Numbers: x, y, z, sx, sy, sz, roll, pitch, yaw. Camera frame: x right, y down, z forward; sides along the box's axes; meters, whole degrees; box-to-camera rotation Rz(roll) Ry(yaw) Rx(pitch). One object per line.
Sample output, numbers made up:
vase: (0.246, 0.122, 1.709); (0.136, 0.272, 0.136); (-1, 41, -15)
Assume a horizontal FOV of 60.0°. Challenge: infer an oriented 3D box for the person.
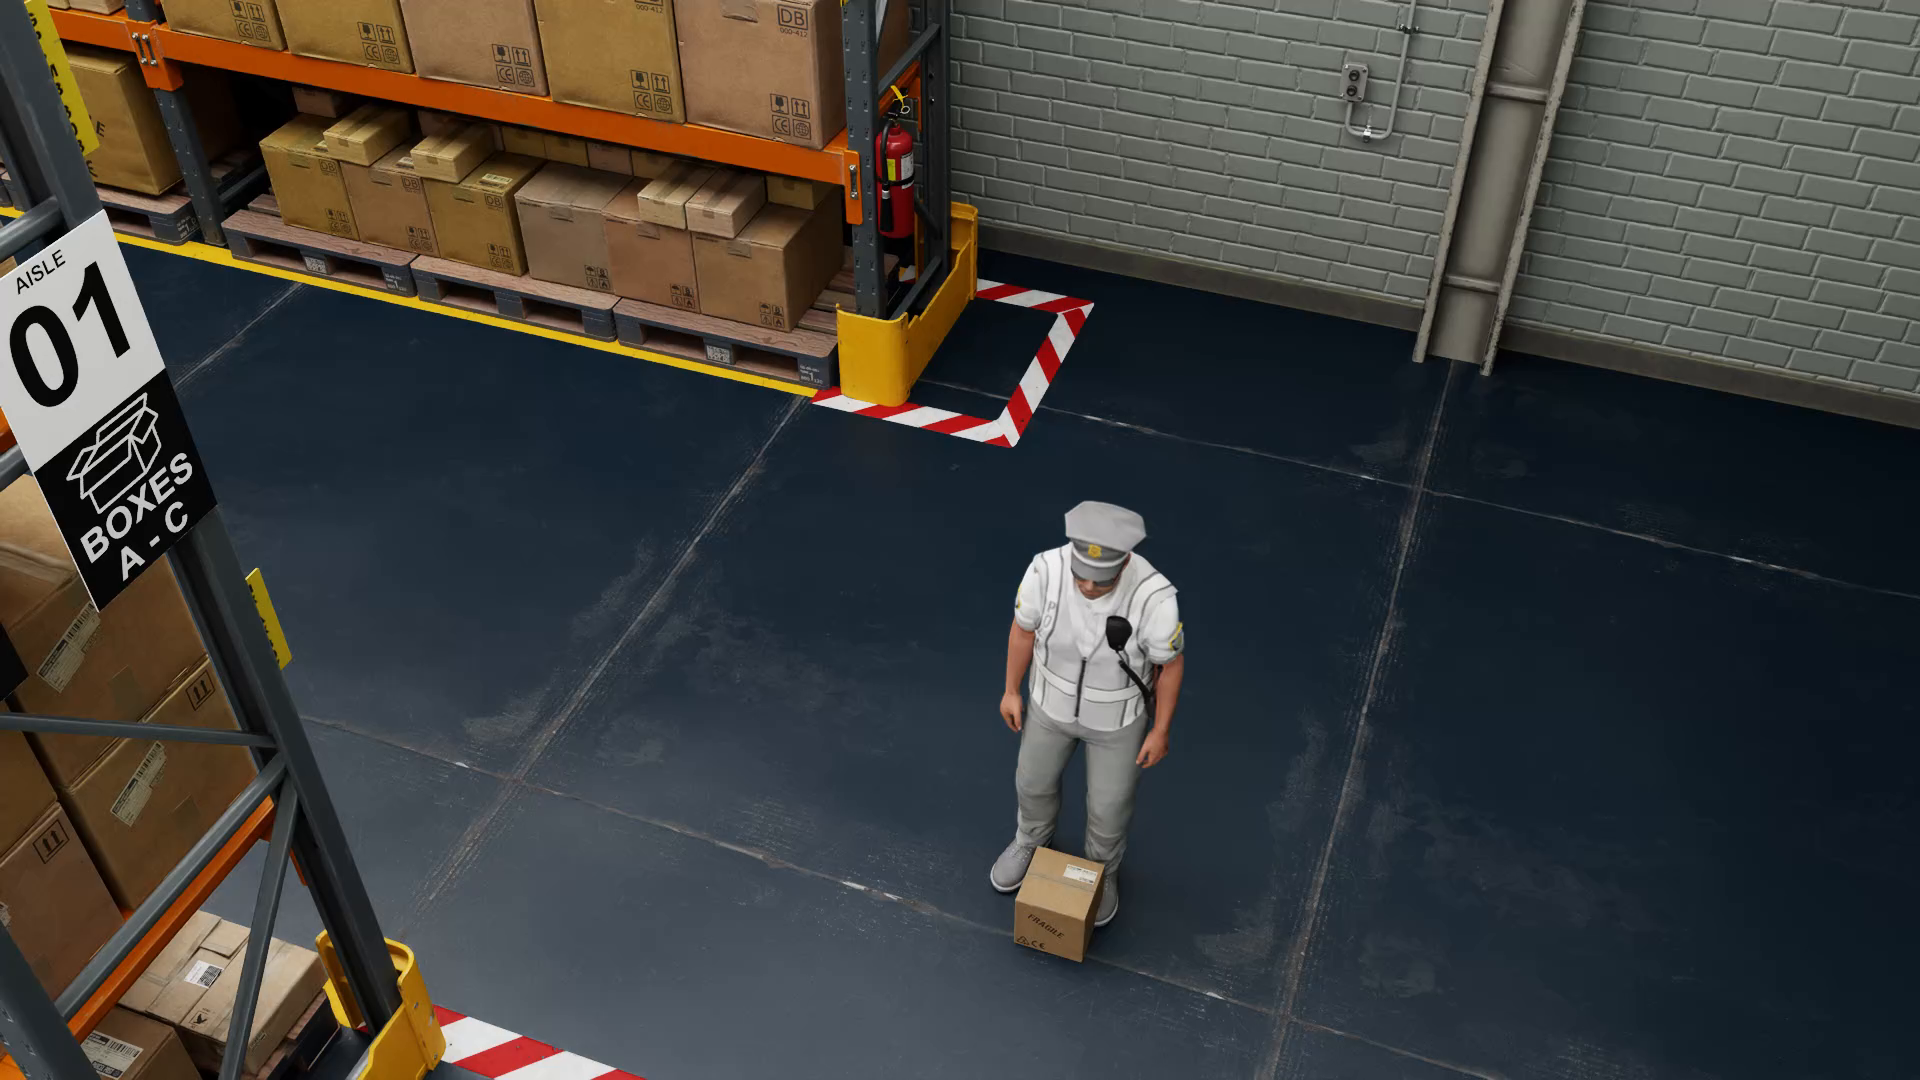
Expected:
person: (0.428, 0.551, 5.524); (0.585, 1.749, 0.465); (14, 43, 15)
